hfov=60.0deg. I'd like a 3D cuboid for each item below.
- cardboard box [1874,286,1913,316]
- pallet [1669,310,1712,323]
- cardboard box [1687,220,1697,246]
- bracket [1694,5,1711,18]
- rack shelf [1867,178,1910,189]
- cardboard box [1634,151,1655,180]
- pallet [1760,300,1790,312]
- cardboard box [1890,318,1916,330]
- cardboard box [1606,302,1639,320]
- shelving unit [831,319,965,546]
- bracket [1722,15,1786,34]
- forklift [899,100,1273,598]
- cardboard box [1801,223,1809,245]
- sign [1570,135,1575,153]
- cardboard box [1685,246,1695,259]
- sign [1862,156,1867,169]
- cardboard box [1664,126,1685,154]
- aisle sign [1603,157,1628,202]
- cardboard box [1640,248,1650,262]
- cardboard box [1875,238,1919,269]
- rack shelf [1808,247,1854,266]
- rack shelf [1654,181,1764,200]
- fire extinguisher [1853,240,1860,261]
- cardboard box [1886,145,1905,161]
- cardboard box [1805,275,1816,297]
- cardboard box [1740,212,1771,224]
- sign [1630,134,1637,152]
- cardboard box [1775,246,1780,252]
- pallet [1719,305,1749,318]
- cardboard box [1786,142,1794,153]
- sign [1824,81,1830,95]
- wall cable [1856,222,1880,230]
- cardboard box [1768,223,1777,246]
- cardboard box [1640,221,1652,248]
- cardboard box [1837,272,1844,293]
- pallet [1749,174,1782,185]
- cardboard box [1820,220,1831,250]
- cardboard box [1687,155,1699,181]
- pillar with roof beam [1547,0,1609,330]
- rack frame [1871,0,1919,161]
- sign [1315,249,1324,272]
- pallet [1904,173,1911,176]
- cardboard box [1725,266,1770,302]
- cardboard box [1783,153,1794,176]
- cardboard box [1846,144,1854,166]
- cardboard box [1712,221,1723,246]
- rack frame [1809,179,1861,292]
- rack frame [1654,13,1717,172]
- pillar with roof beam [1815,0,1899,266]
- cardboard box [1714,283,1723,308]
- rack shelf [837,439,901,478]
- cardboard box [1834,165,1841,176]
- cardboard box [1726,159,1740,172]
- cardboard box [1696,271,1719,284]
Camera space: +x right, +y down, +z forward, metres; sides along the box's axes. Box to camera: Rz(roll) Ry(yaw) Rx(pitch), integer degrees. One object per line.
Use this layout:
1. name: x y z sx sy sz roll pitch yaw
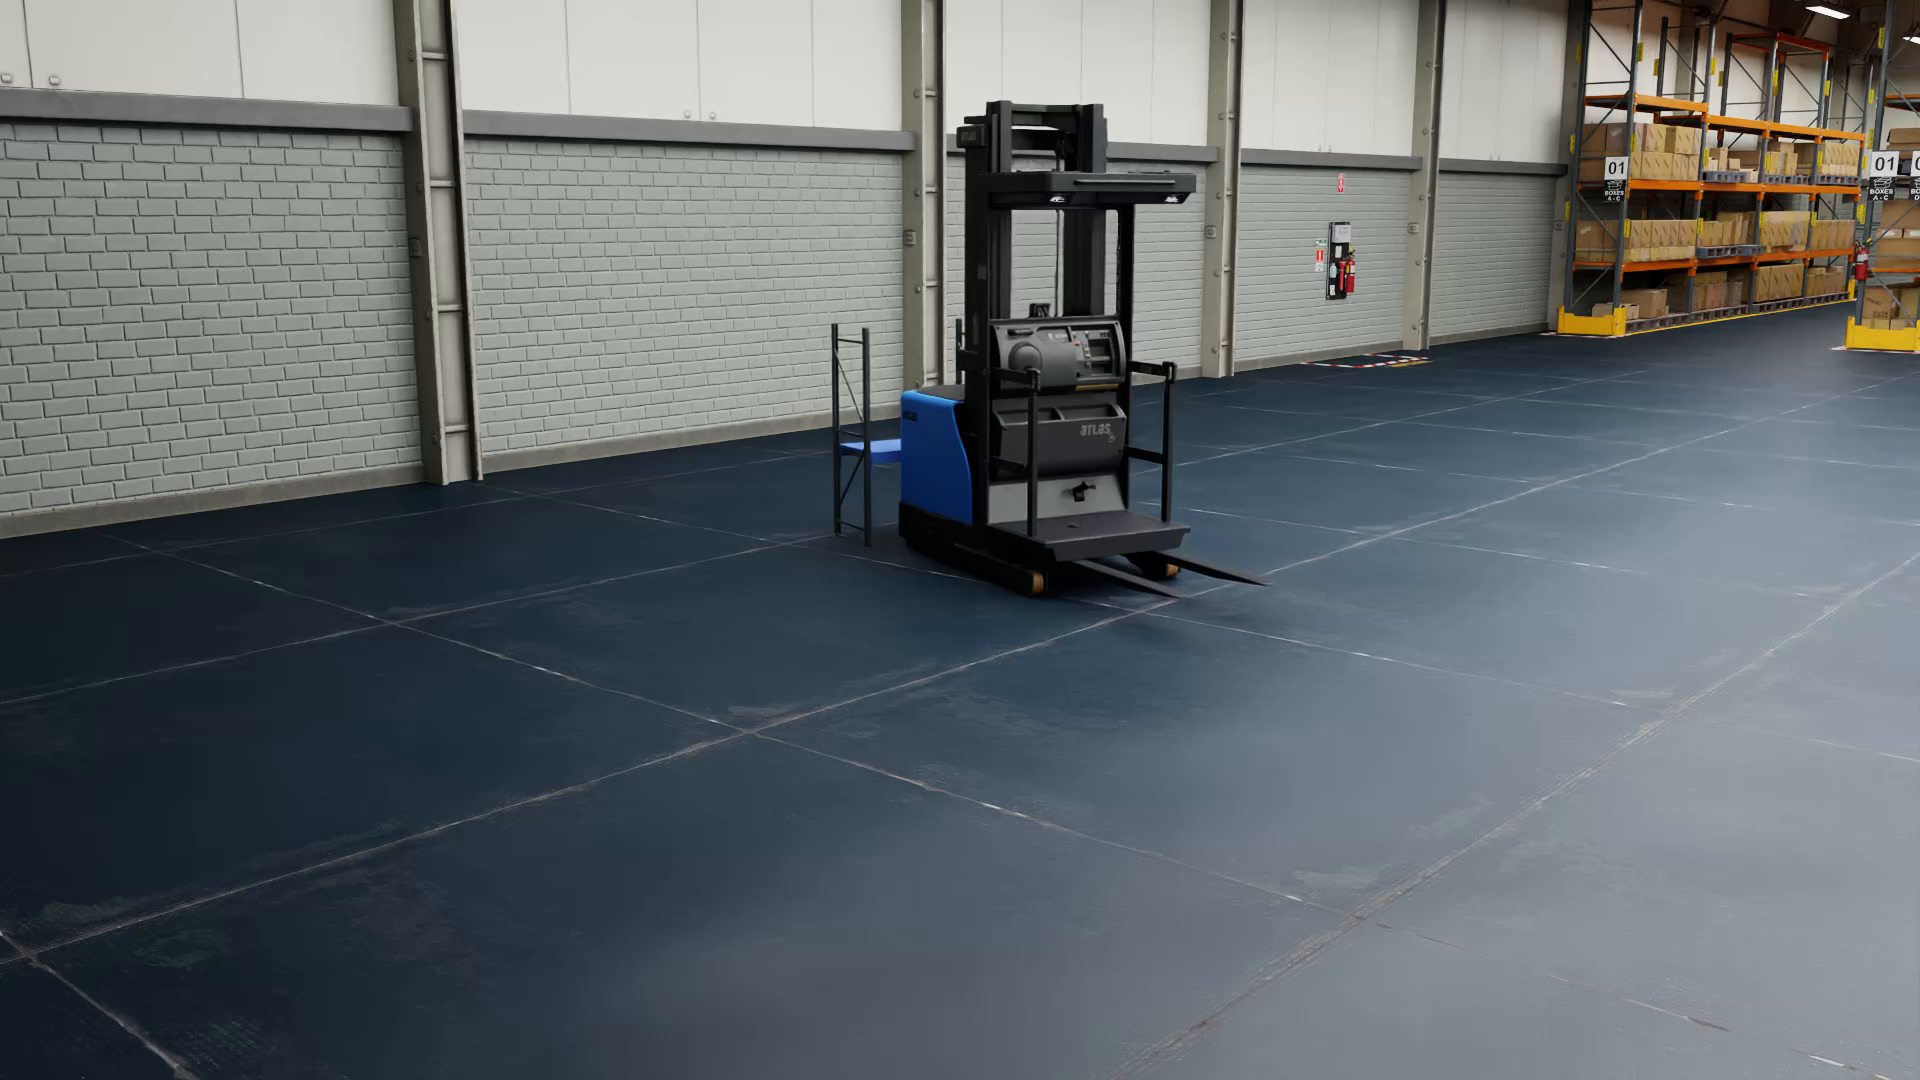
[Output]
1. cardboard box: 16.183 -4.151 28.871 0.500 0.500 0.500 10 15 40
2. pallet: 14.833 -4.635 34.381 1.003 0.211 1.213 10 15 40
3. cardboard box: 14.241 -6.083 32.924 0.500 0.500 0.500 10 15 40
4. bracket: 15.446 -10.997 34.606 0.235 0.232 0.430 10 15 40
5. rack shelf: 16.724 -6.072 28.633 1.077 0.370 4.000 10 15 40
6. cardboard box: 12.470 -6.921 30.738 0.500 0.500 0.500 -11 16 -44
7. pallet: 18.344 -5.394 38.179 1.003 0.211 1.213 10 15 40
8. cardboard box: 15.925 -3.567 27.862 0.500 0.250 0.500 10 15 40
9. cardboard box: 12.581 -4.371 31.678 0.500 0.311 0.500 -11 15 -43
10. shelving unit: -0.323 -0.787 11.824 1.048 1.500 0.538 -7 13 -31
11. bracket: 17.694 -11.498 37.116 0.076 0.066 4.783 10 15 40
12. forklift: 0.735 -1.201 10.239 1.130 2.935 3.031 -6 13 -29
13. cardboard box: 19.486 -7.169 38.882 0.500 0.500 0.500 9 15 39
14. sign: 11.276 -7.279 30.580 0.100 0.325 0.005 10 15 40
15. cardboard box: 14.236 -5.716 33.001 0.500 0.250 0.500 10 15 40
16. sign: 22.640 -9.448 41.638 0.100 0.325 0.005 10 15 40
17. cardboard box: 13.503 -7.639 31.783 0.500 0.500 0.500 9 14 38
18. aisle sign: 11.858 -6.525 30.085 0.394 0.787 0.004 10 15 40
19. cardboard box: 12.573 -5.345 31.145 0.500 0.250 0.500 9 15 39
20. cardboard box: 15.721 -4.776 27.709 0.700 0.500 0.500 10 15 40
21. rack shelf: 20.922 -7.007 40.970 1.077 0.370 4.000 10 15 40
22. rack shelf: 15.641 -7.301 34.783 1.077 0.370 4.000 10 15 40
23. fire extinguisher: 22.688 -7.395 42.229 0.296 0.674 0.183 10 15 40
24. cardboard box: 15.966 -6.535 28.068 0.500 0.250 0.500 10 15 40
25. cardboard box: 20.172 -6.142 40.114 0.700 0.500 0.500 10 15 41
26. cardboard box: 17.473 -7.087 36.554 0.500 0.250 0.500 10 15 42
27. sign: 12.088 -7.129 29.856 0.100 0.325 0.005 10 15 40
28. cardboard box: 18.357 -6.609 37.732 0.380 0.149 0.250 10 15 41
29. pallet: 16.444 -4.994 36.178 1.003 0.211 1.213 10 15 40
30. cardboard box: 18.922 -9.056 38.443 0.500 0.250 0.500 -11 16 -43
31. sign: 20.017 -10.436 38.397 0.100 0.325 0.005 10 15 40
32. wall cable: 26.244 -9.859 46.024 3.097 2.526 0.112 10 15 40
33. cardboard box: 17.827 -6.796 37.011 0.500 0.500 0.500 10 15 42
34. cardboard box: 12.555 -5.706 31.041 0.500 0.500 0.500 10 15 41
35. cardboard box: 21.855 -6.518 41.996 0.700 0.500 0.500 10 15 40
36. pallet: 17.346 -7.957 36.713 1.213 0.211 1.003 11 16 43
37. cardboard box: 20.458 -7.397 40.320 0.980 0.700 0.700 9 15 39
38. cardboard box: 14.171 -7.311 32.694 0.500 0.500 0.500 10 15 42
39. pillar with roof beam: 14.726 -7.900 28.288 9.100 9.000 0.548 10 15 40
40. rack frame: 15.404 -7.602 26.795 1.000 3.000 0.127 10 15 40
41. sign: 5.429 -4.223 25.103 0.001 0.329 0.234 10 15 40
42. pallet: 16.695 -6.368 28.504 1.003 0.211 1.213 10 15 40
43. cardboard box: 17.545 -5.720 37.106 0.750 0.750 0.750 10 15 40
44. cardboard box: 18.619 -8.595 38.050 0.700 0.500 0.500 9 15 39
45. cardboard box: 21.625 -9.459 40.892 0.500 0.500 0.500 10 15 42
46. cardboard box: 15.468 -6.406 34.745 0.500 0.500 0.700 -10 15 -40
47. rack frame: 22.242 -7.654 42.373 1.000 3.000 0.127 10 15 40
48. rack frame: 14.321 -8.830 32.946 1.000 3.000 0.127 10 15 40
49. pillar with roof beam: 26.608 -10.548 41.547 9.100 9.000 0.548 10 15 40
50. cardboard box: 15.791 -5.216 35.429 0.700 0.500 0.500 10 15 40
51. rack shelf: -0.323 -0.611 11.859 1.000 0.185 0.538 -7 13 -31
52. cardboard box: 20.936 -8.935 40.183 0.500 0.250 0.500 9 15 39
53. cardboard box: 16.036 -7.829 35.279 0.637 0.503 0.797 -10 15 -40
54. cardboard box: 15.766 -5.570 35.282 0.500 0.250 0.500 10 15 40
